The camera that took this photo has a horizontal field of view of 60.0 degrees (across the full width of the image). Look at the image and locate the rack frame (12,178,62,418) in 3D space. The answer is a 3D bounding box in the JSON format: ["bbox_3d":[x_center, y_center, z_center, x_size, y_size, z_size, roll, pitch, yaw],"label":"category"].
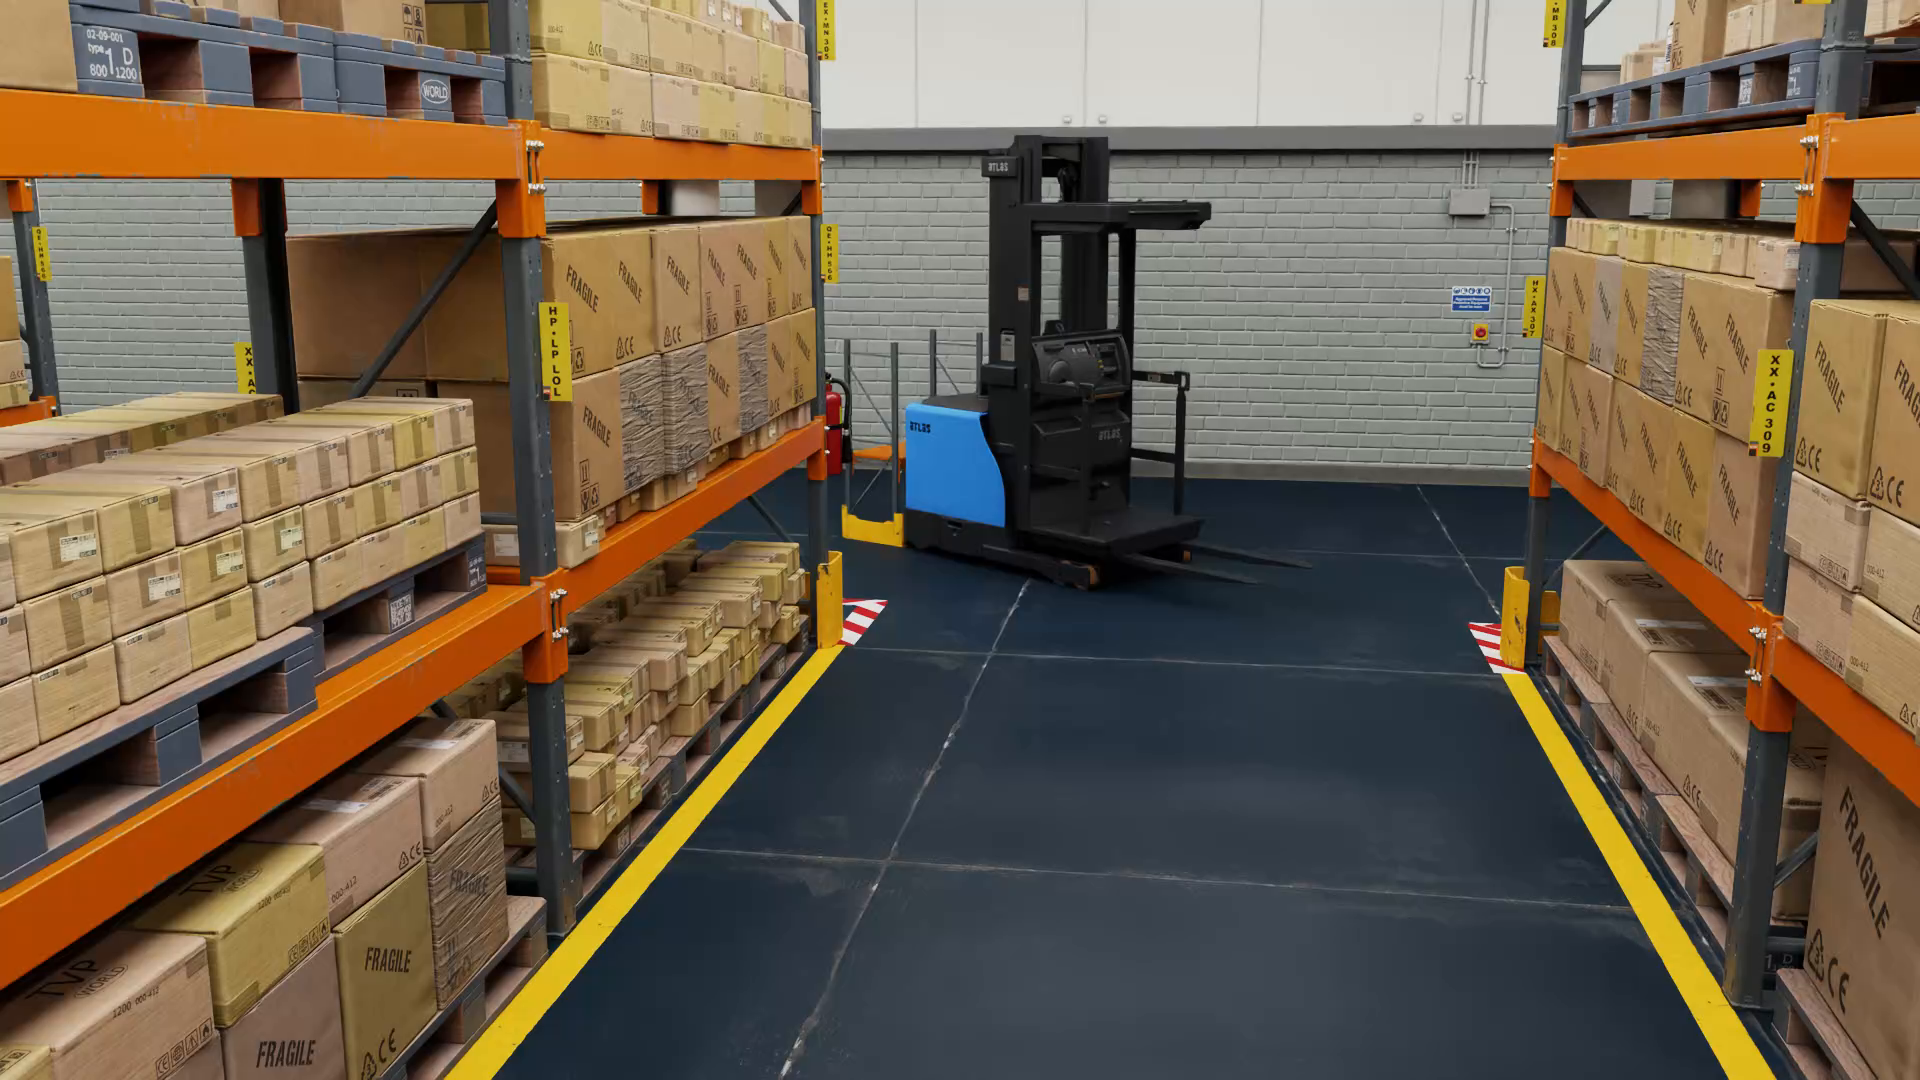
[{"bbox_3d":[-6.161,-1.090,10.431,1.000,3.000,0.127,2,12,9],"label":"rack frame"}]

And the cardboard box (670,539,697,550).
[{"bbox_3d":[-1.692,0.087,9.326,0.380,0.149,0.250,1,12,6],"label":"cardboard box"}]

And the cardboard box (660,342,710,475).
[{"bbox_3d":[-1.384,-0.572,7.082,0.500,0.500,0.500,2,12,7],"label":"cardboard box"}]

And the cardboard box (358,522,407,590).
[{"bbox_3d":[-1.836,0.037,4.801,0.380,0.149,0.250,2,12,8],"label":"cardboard box"}]

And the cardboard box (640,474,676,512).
[{"bbox_3d":[-1.418,-0.221,6.996,0.380,0.149,0.250,2,12,10],"label":"cardboard box"}]

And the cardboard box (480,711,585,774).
[{"bbox_3d":[-1.634,0.757,6.219,0.380,0.149,0.250,2,12,11],"label":"cardboard box"}]

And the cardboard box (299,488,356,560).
[{"bbox_3d":[-1.875,-0.051,4.502,0.380,0.149,0.250,1,12,7],"label":"cardboard box"}]

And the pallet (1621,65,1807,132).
[{"bbox_3d":[3.342,-1.782,6.734,1.003,0.211,1.213,2,12,9],"label":"pallet"}]

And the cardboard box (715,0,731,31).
[{"bbox_3d":[-1.265,-2.396,7.595,0.380,0.149,0.250,2,12,10],"label":"cardboard box"}]

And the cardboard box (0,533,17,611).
[{"bbox_3d":[-2.082,0.076,3.210,0.380,0.149,0.250,2,12,11],"label":"cardboard box"}]

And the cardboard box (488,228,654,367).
[{"bbox_3d":[-1.516,-0.953,6.478,0.500,0.500,0.500,2,12,7],"label":"cardboard box"}]

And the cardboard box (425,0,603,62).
[{"bbox_3d":[-1.580,-1.805,5.799,0.500,0.250,0.500,2,12,11],"label":"cardboard box"}]

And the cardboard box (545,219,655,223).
[{"bbox_3d":[-1.781,-1.294,8.059,0.500,0.500,0.500,2,12,7],"label":"cardboard box"}]

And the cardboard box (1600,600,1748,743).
[{"bbox_3d":[3.496,0.610,7.628,0.875,0.438,0.875,2,12,10],"label":"cardboard box"}]

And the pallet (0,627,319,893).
[{"bbox_3d":[-2.242,0.438,3.798,1.003,0.211,1.213,2,12,9],"label":"pallet"}]

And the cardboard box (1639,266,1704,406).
[{"bbox_3d":[2.970,-0.793,6.440,0.500,0.500,0.500,2,12,9],"label":"cardboard box"}]

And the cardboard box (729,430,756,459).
[{"bbox_3d":[-1.232,-0.497,8.277,0.380,0.149,0.250,1,12,6],"label":"cardboard box"}]

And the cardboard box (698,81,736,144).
[{"bbox_3d":[-1.308,-1.877,7.320,0.500,0.250,0.500,2,12,11],"label":"cardboard box"}]

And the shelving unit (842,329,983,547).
[{"bbox_3d":[-0.336,-0.805,12.671,0.587,1.500,1.083,9,15,37],"label":"shelving unit"}]

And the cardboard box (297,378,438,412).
[{"bbox_3d":[-2.096,-0.380,6.191,0.500,0.500,0.500,2,12,9],"label":"cardboard box"}]

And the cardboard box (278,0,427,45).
[{"bbox_3d":[-2.058,-1.721,5.003,0.700,0.500,0.500,2,12,9],"label":"cardboard box"}]

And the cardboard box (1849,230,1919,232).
[{"bbox_3d":[3.467,-1.116,6.400,0.380,0.149,0.250,2,12,8],"label":"cardboard box"}]

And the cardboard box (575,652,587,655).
[{"bbox_3d":[-1.804,0.566,7.809,0.380,0.149,0.250,2,12,11],"label":"cardboard box"}]

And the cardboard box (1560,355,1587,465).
[{"bbox_3d":[3.223,-0.621,8.017,0.500,0.500,0.500,2,12,8],"label":"cardboard box"}]

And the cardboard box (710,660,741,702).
[{"bbox_3d":[-1.280,0.669,8.040,0.380,0.149,0.250,2,12,10],"label":"cardboard box"}]

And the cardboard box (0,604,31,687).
[{"bbox_3d":[-2.079,0.219,3.252,0.380,0.149,0.250,2,12,9],"label":"cardboard box"}]

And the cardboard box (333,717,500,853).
[{"bbox_3d":[-1.756,0.738,5.106,0.500,0.250,0.500,2,12,7],"label":"cardboard box"}]

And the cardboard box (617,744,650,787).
[{"bbox_3d":[-1.490,0.939,6.788,0.380,0.149,0.250,2,12,8],"label":"cardboard box"}]

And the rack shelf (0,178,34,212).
[{"bbox_3d":[-6.469,-1.788,8.258,1.077,0.370,4.000,2,12,9],"label":"rack shelf"}]

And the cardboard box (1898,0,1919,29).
[{"bbox_3d":[2.593,-1.483,3.898,0.500,0.500,0.500,2,12,8],"label":"cardboard box"}]

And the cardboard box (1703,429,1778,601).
[{"bbox_3d":[2.834,-0.090,5.553,0.500,0.500,0.500,2,12,9],"label":"cardboard box"}]

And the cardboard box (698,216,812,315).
[{"bbox_3d":[-1.101,-1.488,8.961,0.500,0.500,0.500,2,12,7],"label":"cardboard box"}]

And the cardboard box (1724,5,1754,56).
[{"bbox_3d":[2.838,-1.732,5.653,0.380,0.149,0.250,2,12,10],"label":"cardboard box"}]

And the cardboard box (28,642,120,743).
[{"bbox_3d":[-2.036,0.312,3.525,0.380,0.149,0.250,2,12,9],"label":"cardboard box"}]

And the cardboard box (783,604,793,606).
[{"bbox_3d":[-1.151,0.397,9.303,0.380,0.149,0.250,2,12,10],"label":"cardboard box"}]

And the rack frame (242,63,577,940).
[{"bbox_3d":[-1.891,-0.075,5.723,1.000,3.000,0.127,2,12,9],"label":"rack frame"}]

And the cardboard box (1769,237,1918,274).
[{"bbox_3d":[2.896,-0.917,5.476,0.380,0.149,0.250,2,12,10],"label":"cardboard box"}]

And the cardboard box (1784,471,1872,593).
[{"bbox_3d":[2.669,-0.025,4.657,0.500,0.250,0.500,2,12,7],"label":"cardboard box"}]

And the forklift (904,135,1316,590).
[{"bbox_3d":[0.983,-1.224,11.214,1.130,2.935,3.031,-12,17,-43],"label":"forklift"}]

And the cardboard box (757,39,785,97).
[{"bbox_3d":[-1.173,-2.335,8.257,0.500,0.250,0.500,2,12,7],"label":"cardboard box"}]

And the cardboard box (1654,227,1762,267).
[{"bbox_3d":[3.030,-1.181,6.703,0.380,0.149,0.250,2,12,9],"label":"cardboard box"}]

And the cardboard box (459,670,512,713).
[{"bbox_3d":[-2.062,0.633,6.794,0.380,0.149,0.250,2,12,8],"label":"cardboard box"}]

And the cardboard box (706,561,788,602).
[{"bbox_3d":[-1.117,0.216,8.728,0.380,0.149,0.250,2,12,7],"label":"cardboard box"}]

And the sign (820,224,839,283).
[{"bbox_3d":[-0.731,-1.606,9.329,0.100,0.325,0.005,2,12,9],"label":"sign"}]

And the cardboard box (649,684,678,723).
[{"bbox_3d":[-1.457,0.682,7.271,0.380,0.149,0.250,2,12,11],"label":"cardboard box"}]

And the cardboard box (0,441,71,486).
[{"bbox_3d":[-2.565,-0.165,4.326,0.380,0.149,0.250,2,12,8],"label":"cardboard box"}]

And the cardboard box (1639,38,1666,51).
[{"bbox_3d":[3.650,-2.319,8.137,0.500,0.250,0.500,1,12,3],"label":"cardboard box"}]

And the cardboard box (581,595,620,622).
[{"bbox_3d":[-1.875,0.362,8.051,0.380,0.149,0.250,2,12,10],"label":"cardboard box"}]

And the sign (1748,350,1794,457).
[{"bbox_3d":[2.467,-0.416,5.059,0.100,0.325,0.005,2,12,9],"label":"sign"}]

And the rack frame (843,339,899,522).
[{"bbox_3d":[-0.652,-0.719,12.270,0.500,1.500,0.032,9,15,37],"label":"rack frame"}]

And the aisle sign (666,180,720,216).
[{"bbox_3d":[-1.561,-2.204,9.429,0.394,0.787,0.004,2,12,9],"label":"aisle sign"}]

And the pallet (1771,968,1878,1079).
[{"bbox_3d":[2.971,1.590,4.614,1.003,0.211,1.213,2,12,9],"label":"pallet"}]

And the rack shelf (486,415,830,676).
[{"bbox_3d":[-1.584,-0.140,7.731,1.077,0.370,4.000,2,12,9],"label":"rack shelf"}]

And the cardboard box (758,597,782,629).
[{"bbox_3d":[-1.153,0.362,8.757,0.380,0.149,0.250,1,12,6],"label":"cardboard box"}]

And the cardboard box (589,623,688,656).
[{"bbox_3d":[-1.445,0.483,7.492,0.380,0.149,0.250,1,12,6],"label":"cardboard box"}]

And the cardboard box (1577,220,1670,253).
[{"bbox_3d":[3.179,-1.451,7.957,0.380,0.149,0.250,2,12,10],"label":"cardboard box"}]

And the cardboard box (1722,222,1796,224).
[{"bbox_3d":[3.722,-1.381,7.632,0.380,0.149,0.250,2,12,10],"label":"cardboard box"}]

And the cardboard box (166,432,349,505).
[{"bbox_3d":[-1.882,-0.195,4.463,0.380,0.149,0.250,2,12,8],"label":"cardboard box"}]

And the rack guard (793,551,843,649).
[{"bbox_3d":[-1.288,0.330,9.777,1.175,0.500,0.348,2,12,9],"label":"rack guard"}]
